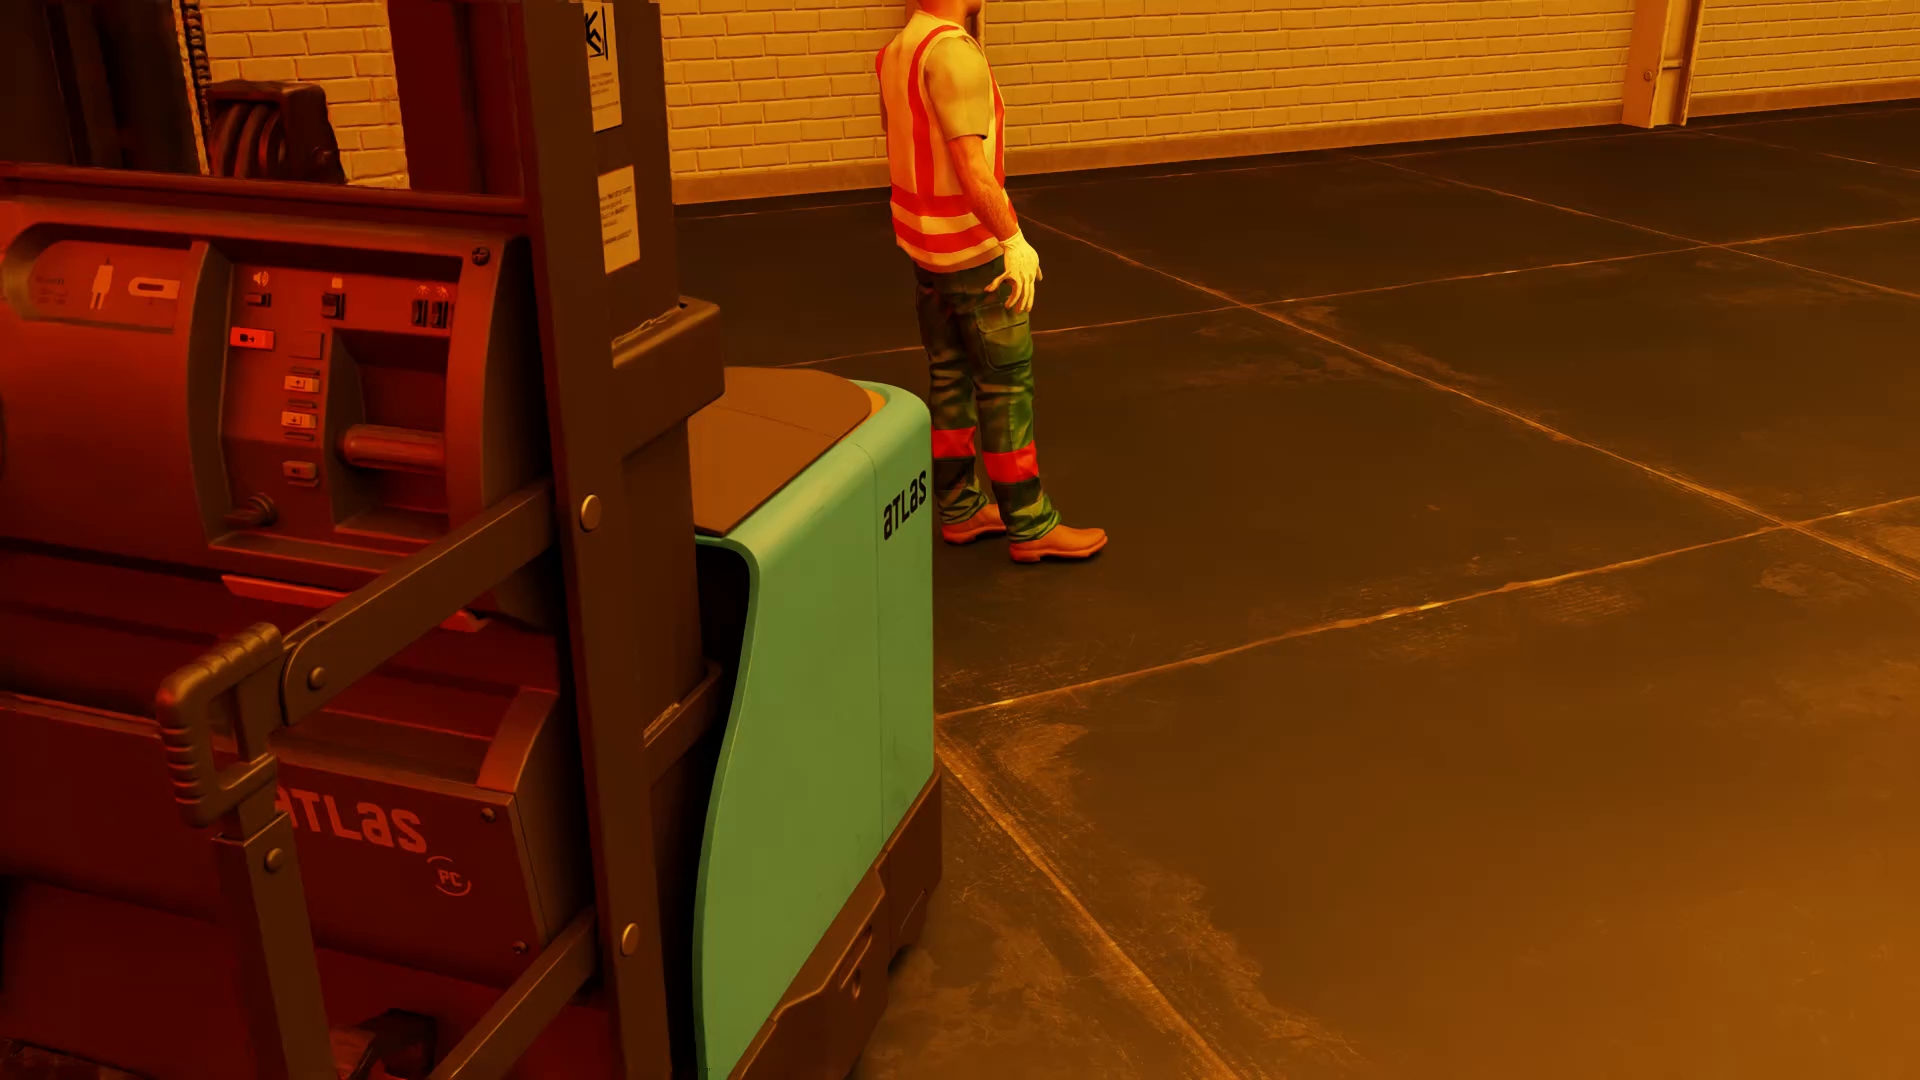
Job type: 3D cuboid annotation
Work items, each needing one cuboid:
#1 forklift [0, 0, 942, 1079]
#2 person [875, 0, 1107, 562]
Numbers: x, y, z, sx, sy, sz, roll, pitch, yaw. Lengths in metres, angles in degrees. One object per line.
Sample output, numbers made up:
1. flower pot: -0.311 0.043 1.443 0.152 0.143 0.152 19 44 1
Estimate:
1. forklift: -0.984 -0.161 1.675 1.130 2.935 3.031 7 24 17
2. person: 0.078 -0.842 4.781 0.564 1.787 0.637 -10 25 -23
